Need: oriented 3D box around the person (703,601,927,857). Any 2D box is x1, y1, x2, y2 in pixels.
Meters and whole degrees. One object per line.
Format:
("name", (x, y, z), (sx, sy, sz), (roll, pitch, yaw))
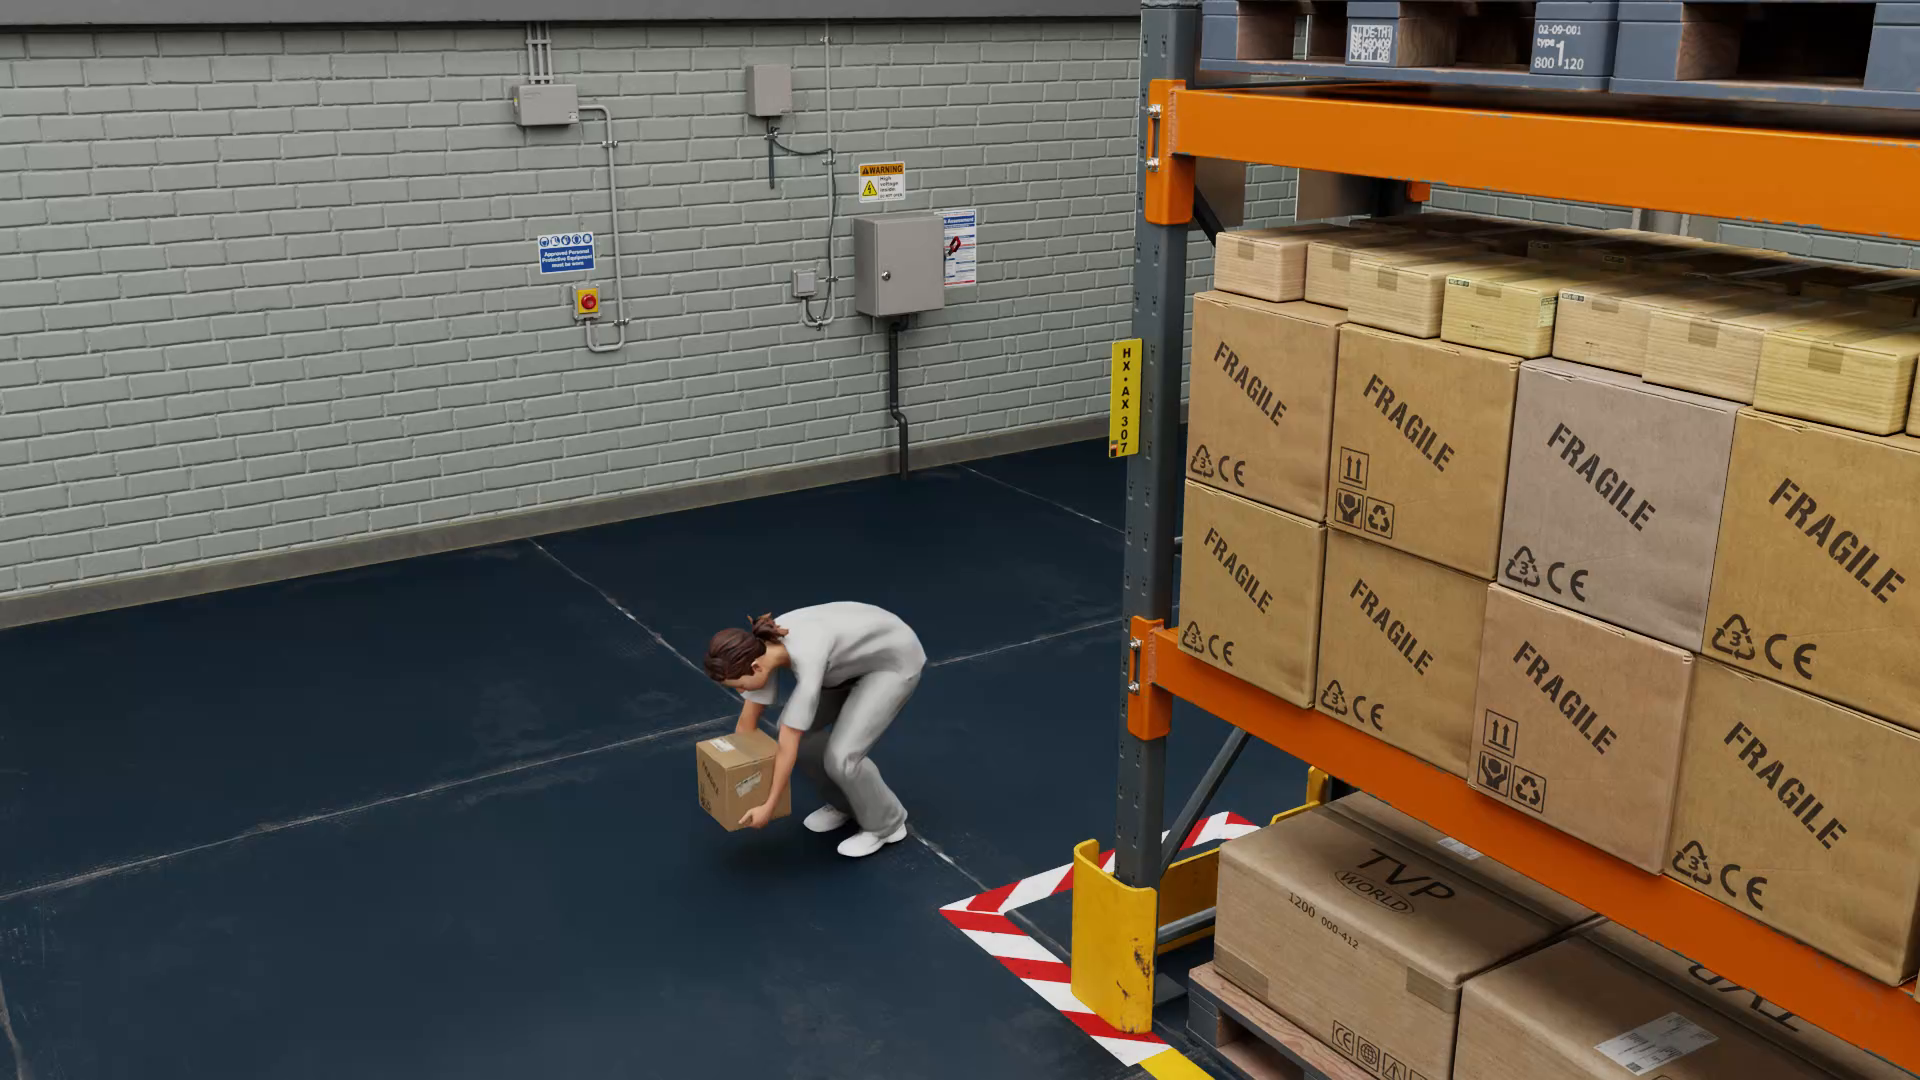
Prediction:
("person", (-0.526, 0.689, 6.088), (0.866, 0.971, 0.475), (-13, 22, -34))
